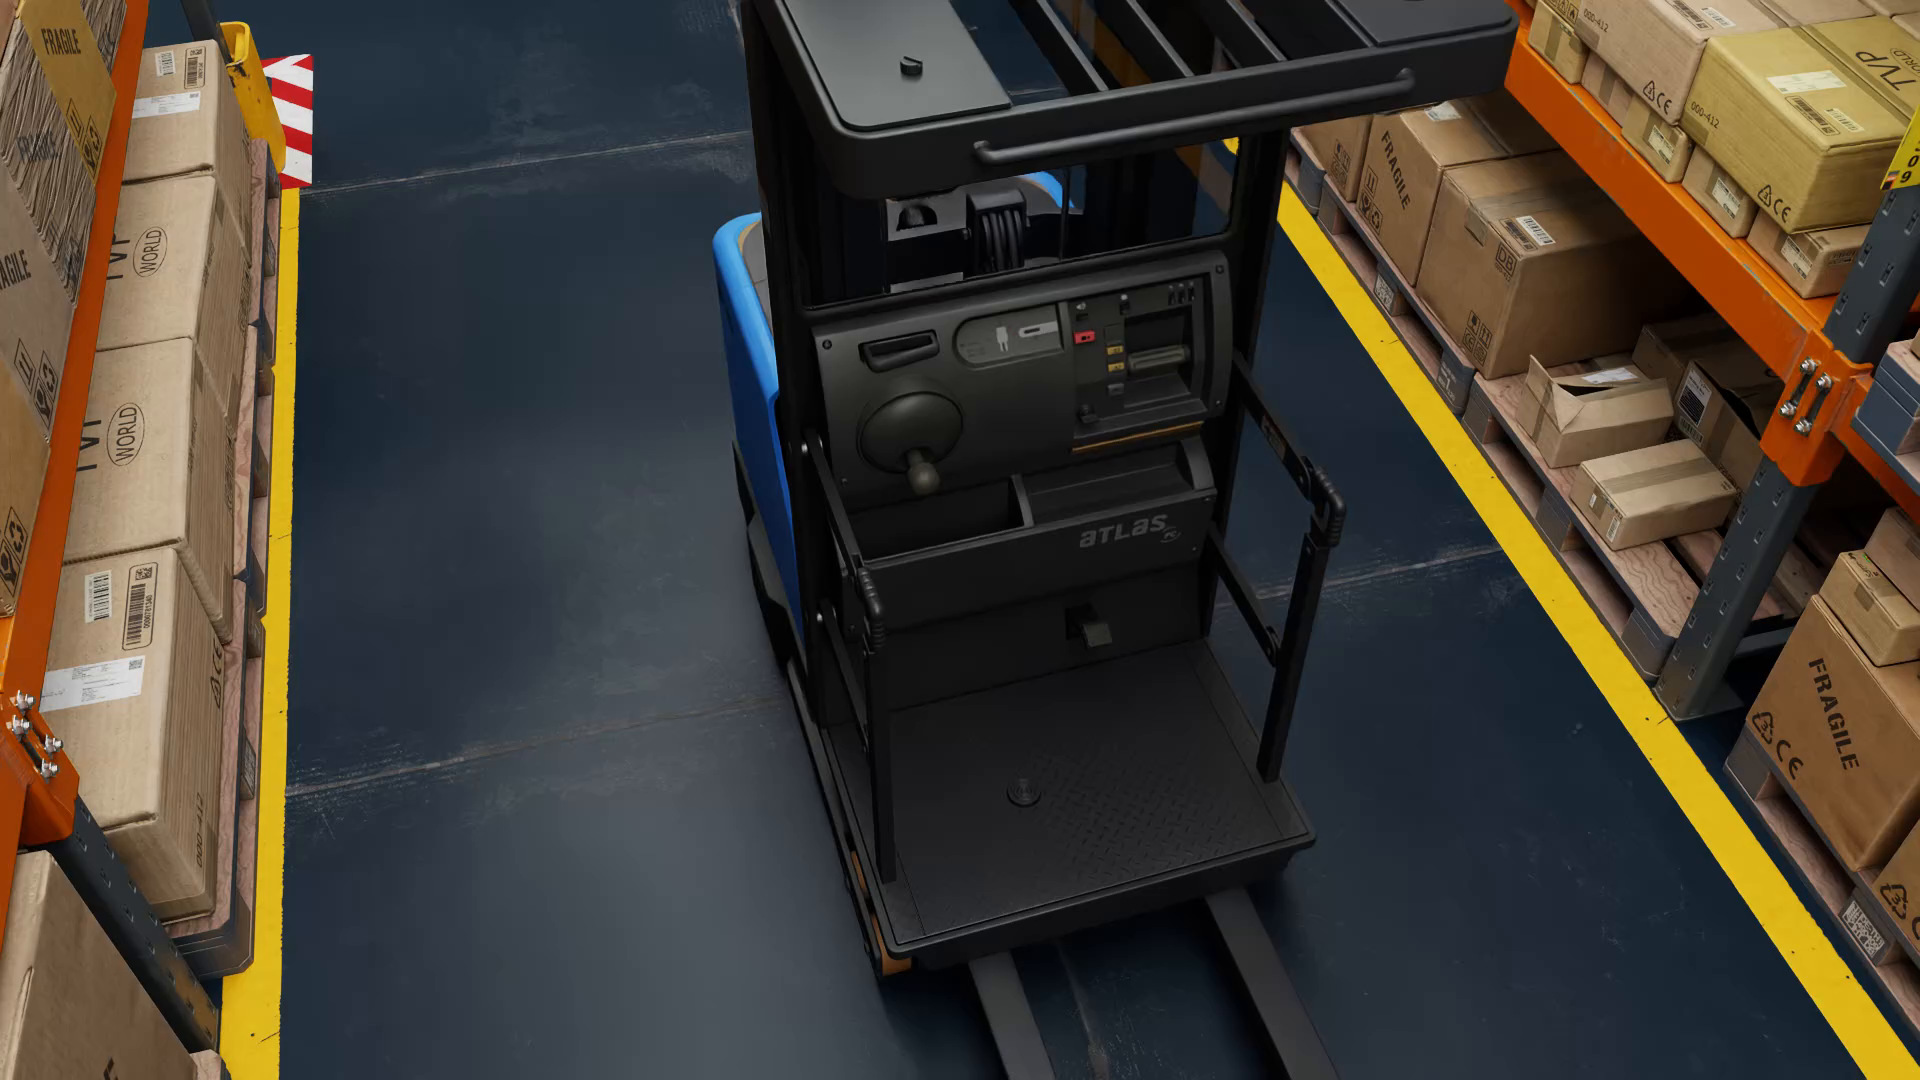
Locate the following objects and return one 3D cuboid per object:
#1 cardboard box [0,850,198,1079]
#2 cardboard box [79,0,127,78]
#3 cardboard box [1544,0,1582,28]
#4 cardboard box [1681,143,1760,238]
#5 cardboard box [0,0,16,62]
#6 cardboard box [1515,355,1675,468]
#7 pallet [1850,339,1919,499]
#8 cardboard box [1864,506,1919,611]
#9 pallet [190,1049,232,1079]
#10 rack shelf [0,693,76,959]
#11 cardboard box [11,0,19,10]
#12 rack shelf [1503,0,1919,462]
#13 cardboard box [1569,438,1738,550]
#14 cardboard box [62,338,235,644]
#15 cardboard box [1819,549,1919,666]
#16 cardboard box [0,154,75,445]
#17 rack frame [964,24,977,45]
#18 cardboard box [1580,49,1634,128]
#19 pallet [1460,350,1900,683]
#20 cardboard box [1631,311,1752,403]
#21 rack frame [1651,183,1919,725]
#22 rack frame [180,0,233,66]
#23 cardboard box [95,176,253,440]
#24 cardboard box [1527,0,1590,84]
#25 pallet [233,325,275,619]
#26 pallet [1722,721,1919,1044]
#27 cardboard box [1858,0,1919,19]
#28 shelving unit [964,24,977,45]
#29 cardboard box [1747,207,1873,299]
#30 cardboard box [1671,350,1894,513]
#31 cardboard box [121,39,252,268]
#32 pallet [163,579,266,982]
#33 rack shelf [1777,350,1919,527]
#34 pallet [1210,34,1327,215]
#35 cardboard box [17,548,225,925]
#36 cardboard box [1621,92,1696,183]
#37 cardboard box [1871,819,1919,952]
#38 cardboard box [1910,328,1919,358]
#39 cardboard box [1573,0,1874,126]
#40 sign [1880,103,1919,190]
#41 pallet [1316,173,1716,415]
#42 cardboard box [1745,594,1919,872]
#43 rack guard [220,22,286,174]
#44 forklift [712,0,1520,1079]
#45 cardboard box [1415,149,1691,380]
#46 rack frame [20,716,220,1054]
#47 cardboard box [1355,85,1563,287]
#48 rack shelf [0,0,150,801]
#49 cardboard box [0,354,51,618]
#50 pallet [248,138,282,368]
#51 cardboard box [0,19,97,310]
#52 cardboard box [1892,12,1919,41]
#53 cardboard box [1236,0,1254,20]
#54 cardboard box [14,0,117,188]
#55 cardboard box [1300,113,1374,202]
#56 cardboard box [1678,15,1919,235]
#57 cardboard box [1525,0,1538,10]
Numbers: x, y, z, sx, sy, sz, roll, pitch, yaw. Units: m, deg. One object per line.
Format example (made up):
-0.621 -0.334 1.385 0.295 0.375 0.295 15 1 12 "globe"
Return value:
-2.059 1.261 3.107 0.875 0.875 0.875 -9 46 -9 "cardboard box"
-2.685 -1.558 4.607 0.500 0.500 0.500 -9 46 -9 "cardboard box"
1.878 -1.707 4.720 0.500 0.250 0.500 -11 47 -11 "cardboard box"
2.089 -0.921 4.228 0.380 0.149 0.250 -10 46 -9 "cardboard box"
-2.426 -1.212 3.568 0.500 0.500 0.500 -10 46 -10 "cardboard box"
1.984 -0.426 5.188 0.396 0.266 0.258 -9 46 -9 "cardboard box"
2.601 -0.020 3.304 1.003 0.211 1.213 -11 47 -10 "pallet"
2.395 0.023 3.921 0.380 0.149 0.250 -11 47 -11 "cardboard box"
-2.025 1.746 3.391 1.003 0.211 1.213 -11 47 -10 "pallet"
-1.783 1.884 1.807 1.077 0.370 4.000 -11 47 -10 "rack shelf"
-2.553 -1.561 3.910 0.500 0.500 0.500 -11 47 -11 "cardboard box"
1.990 -1.788 5.406 1.077 0.370 4.000 -11 47 -10 "rack shelf"
2.076 -0.139 4.988 0.380 0.149 0.250 -12 47 -12 "cardboard box"
-2.582 -0.070 4.718 0.875 0.438 0.875 -12 47 -11 "cardboard box"
2.337 0.138 4.016 0.380 0.149 0.250 -9 46 -8 "cardboard box"
-2.287 -0.504 3.574 0.500 0.500 0.500 -10 47 -10 "cardboard box"
-0.148 -0.831 5.014 0.400 1.500 0.023 -12 47 -12 "rack frame"
1.958 -1.282 4.582 0.380 0.149 0.250 -10 46 -9 "cardboard box"
2.327 -0.157 5.256 1.003 0.211 1.213 -11 47 -10 "pallet"
2.450 -0.607 5.447 0.380 0.149 0.250 -11 47 -11 "cardboard box"
2.502 -0.659 3.796 1.000 3.000 0.127 -11 47 -10 "rack frame"
-3.319 -2.510 5.610 1.000 3.000 0.127 -11 47 -10 "rack frame"
-2.811 -0.693 5.329 0.875 0.438 0.875 -10 46 -9 "cardboard box"
1.865 -1.453 4.750 0.380 0.149 0.250 -11 47 -11 "cardboard box"
-2.730 -0.156 5.255 1.003 0.211 1.213 -11 47 -10 "pallet"
2.747 0.872 4.248 1.003 0.211 1.213 -11 47 -10 "pallet"
2.501 -1.447 4.464 0.500 0.250 0.500 -11 47 -11 "cardboard box"
-0.256 -1.080 5.259 0.431 1.500 0.755 -12 47 -12 "shelving unit"
2.176 -0.745 4.056 0.380 0.149 0.250 -10 46 -10 "cardboard box"
2.561 -0.364 5.095 0.500 0.311 0.500 -9 46 -9 "cardboard box"
-3.054 -1.323 5.946 0.875 0.438 0.875 -12 47 -12 "cardboard box"
-2.414 0.688 4.428 1.003 0.211 1.213 -11 47 -10 "pallet"
3.014 0.974 2.699 1.077 0.370 4.000 -11 47 -10 "rack shelf"
1.703 -1.842 6.907 1.003 0.211 1.213 -11 47 -10 "pallet"
-2.352 0.548 4.113 0.875 0.438 0.875 -11 47 -11 "cardboard box"
1.999 -1.096 4.400 0.380 0.149 0.250 -10 46 -9 "cardboard box"
2.554 0.810 3.812 0.500 0.500 0.500 -11 47 -11 "cardboard box"
2.410 -0.466 3.242 0.700 0.500 0.500 -10 46 -9 "cardboard box"
1.993 -1.361 4.380 0.500 0.250 0.500 -11 47 -10 "cardboard box"
1.980 -0.857 3.384 0.100 0.325 0.005 -11 47 -10 "sign"
2.011 -1.001 6.083 1.003 0.211 1.213 -11 47 -10 "pallet"
2.408 0.444 4.171 0.500 0.500 0.500 -9 46 -9 "cardboard box"
-3.325 -1.652 6.519 1.175 0.500 0.348 -11 47 -10 "rack guard"
0.217 -0.263 3.456 1.130 2.935 3.031 -12 47 -12 "forklift"
1.990 -0.939 5.526 0.700 0.500 0.500 -12 47 -12 "cardboard box"
-2.295 0.251 2.904 1.000 3.000 0.127 -11 47 -10 "rack frame"
1.763 -1.272 5.853 0.500 0.500 0.500 -10 46 -10 "cardboard box"
-2.807 -0.878 4.514 1.077 0.370 4.000 -11 47 -10 "rack shelf"
-2.162 -0.156 3.232 0.500 0.500 0.500 -9 46 -9 "cardboard box"
-3.039 -0.997 6.079 1.003 0.211 1.213 -11 47 -10 "pallet"
-2.408 -0.848 3.911 0.500 0.500 0.500 -10 47 -10 "cardboard box"
2.636 -1.102 4.126 0.500 0.250 0.500 -11 47 -11 "cardboard box"
1.543 -2.254 6.813 0.797 0.503 0.637 -12 47 -12 "cardboard box"
-2.540 -1.204 4.260 0.500 0.500 0.500 -9 46 -9 "cardboard box"
1.724 -1.656 6.229 0.700 0.500 0.500 -9 46 -9 "cardboard box"
2.136 -1.018 4.044 0.500 0.250 0.500 -10 46 -9 "cardboard box"
1.907 -1.652 4.944 0.380 0.149 0.250 -10 46 -10 "cardboard box"
